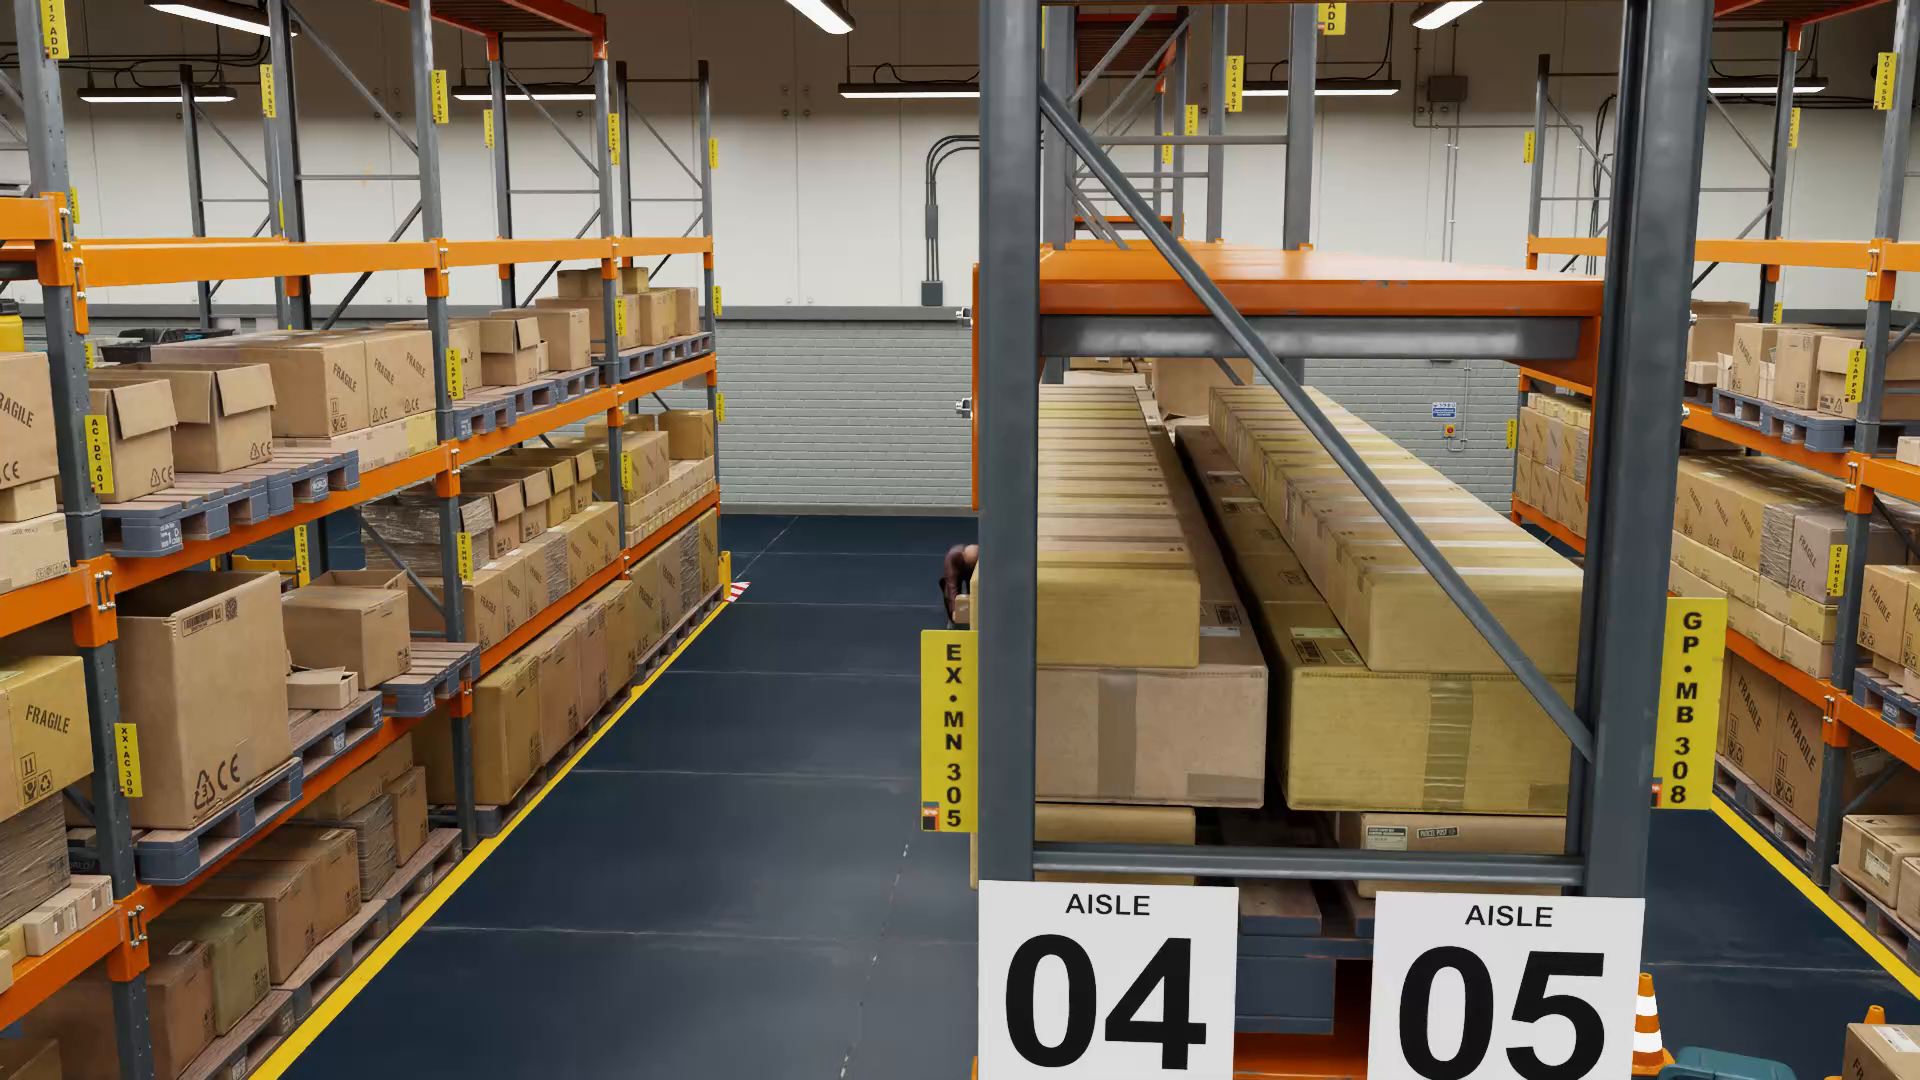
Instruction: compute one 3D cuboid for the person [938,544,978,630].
[{"bbox_3d":[0.065,0.493,17.526,0.581,0.970,0.954,-1,11,-3],"label":"person"}]
